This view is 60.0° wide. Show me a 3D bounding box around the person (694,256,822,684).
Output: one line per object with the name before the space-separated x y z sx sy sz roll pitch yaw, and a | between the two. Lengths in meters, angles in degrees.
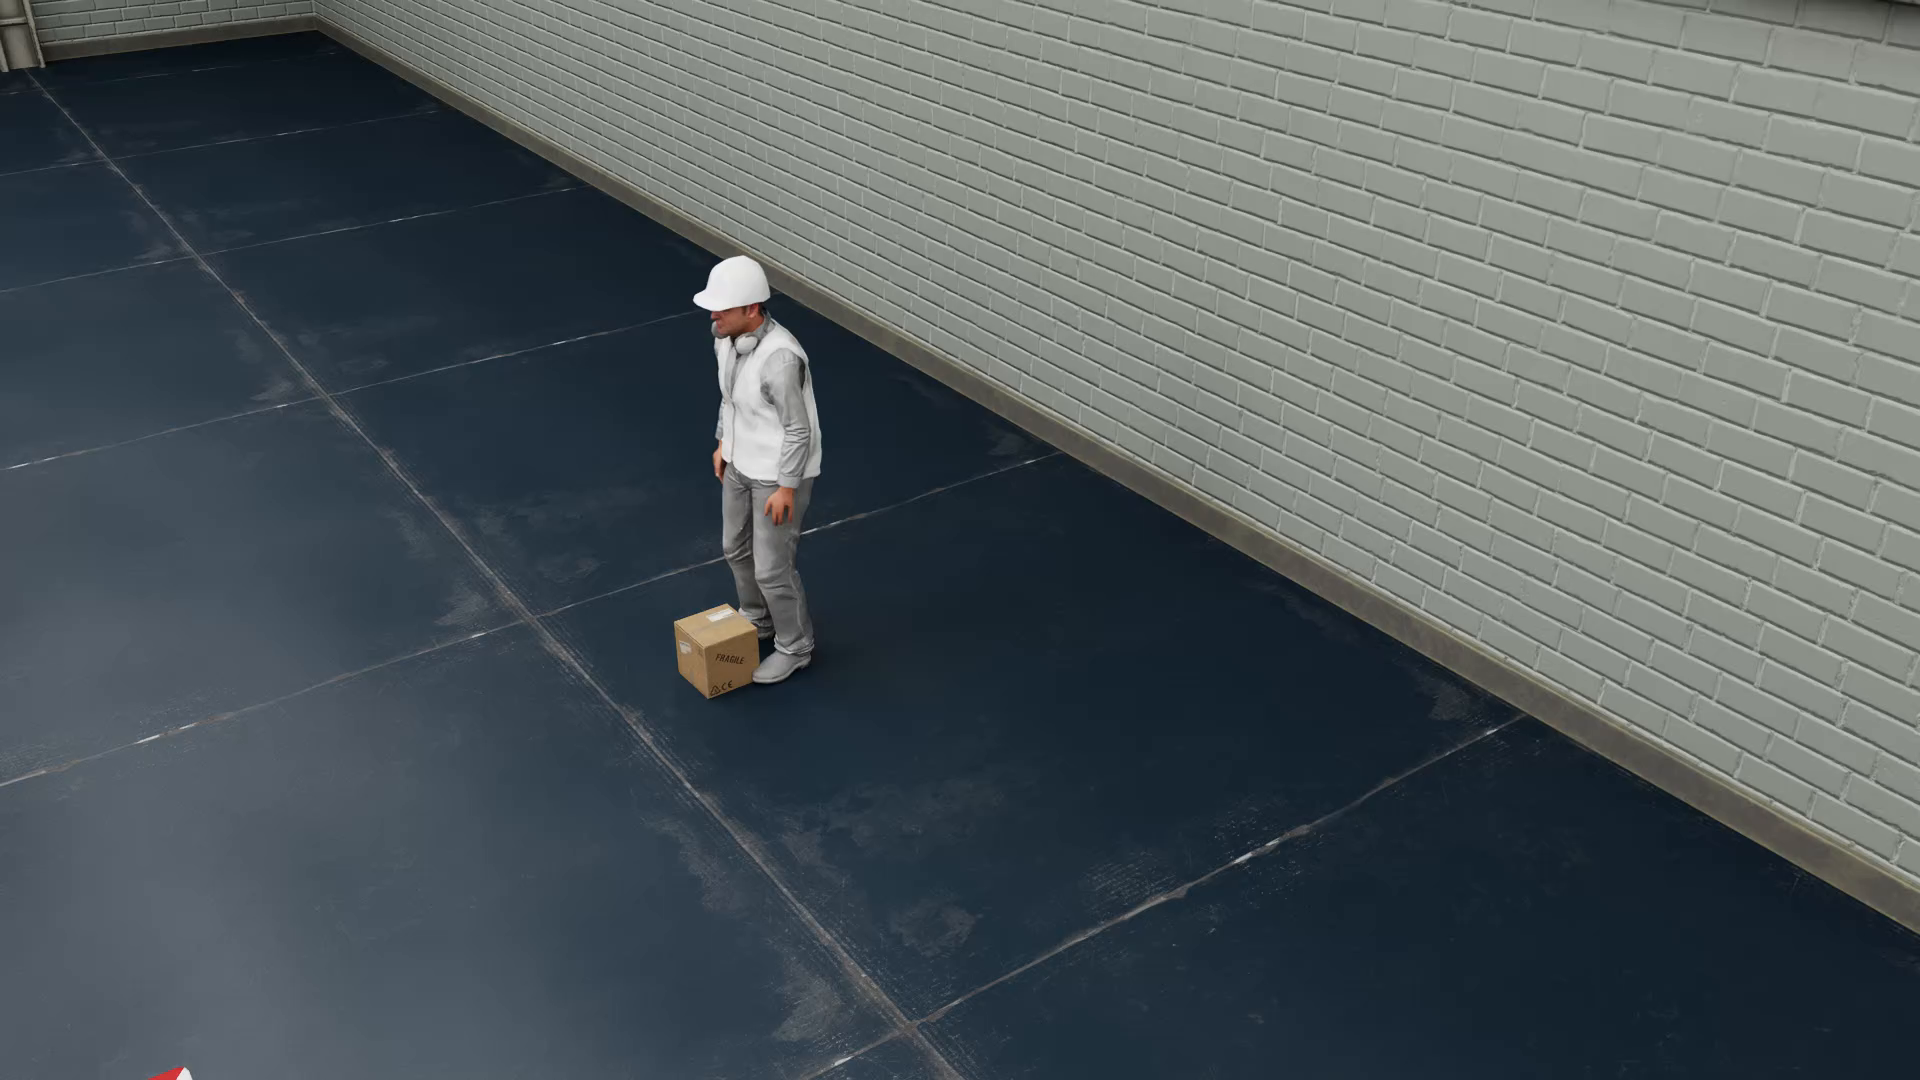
person | -0.794 -0.290 6.632 0.461 1.771 0.581 -18 33 -30
